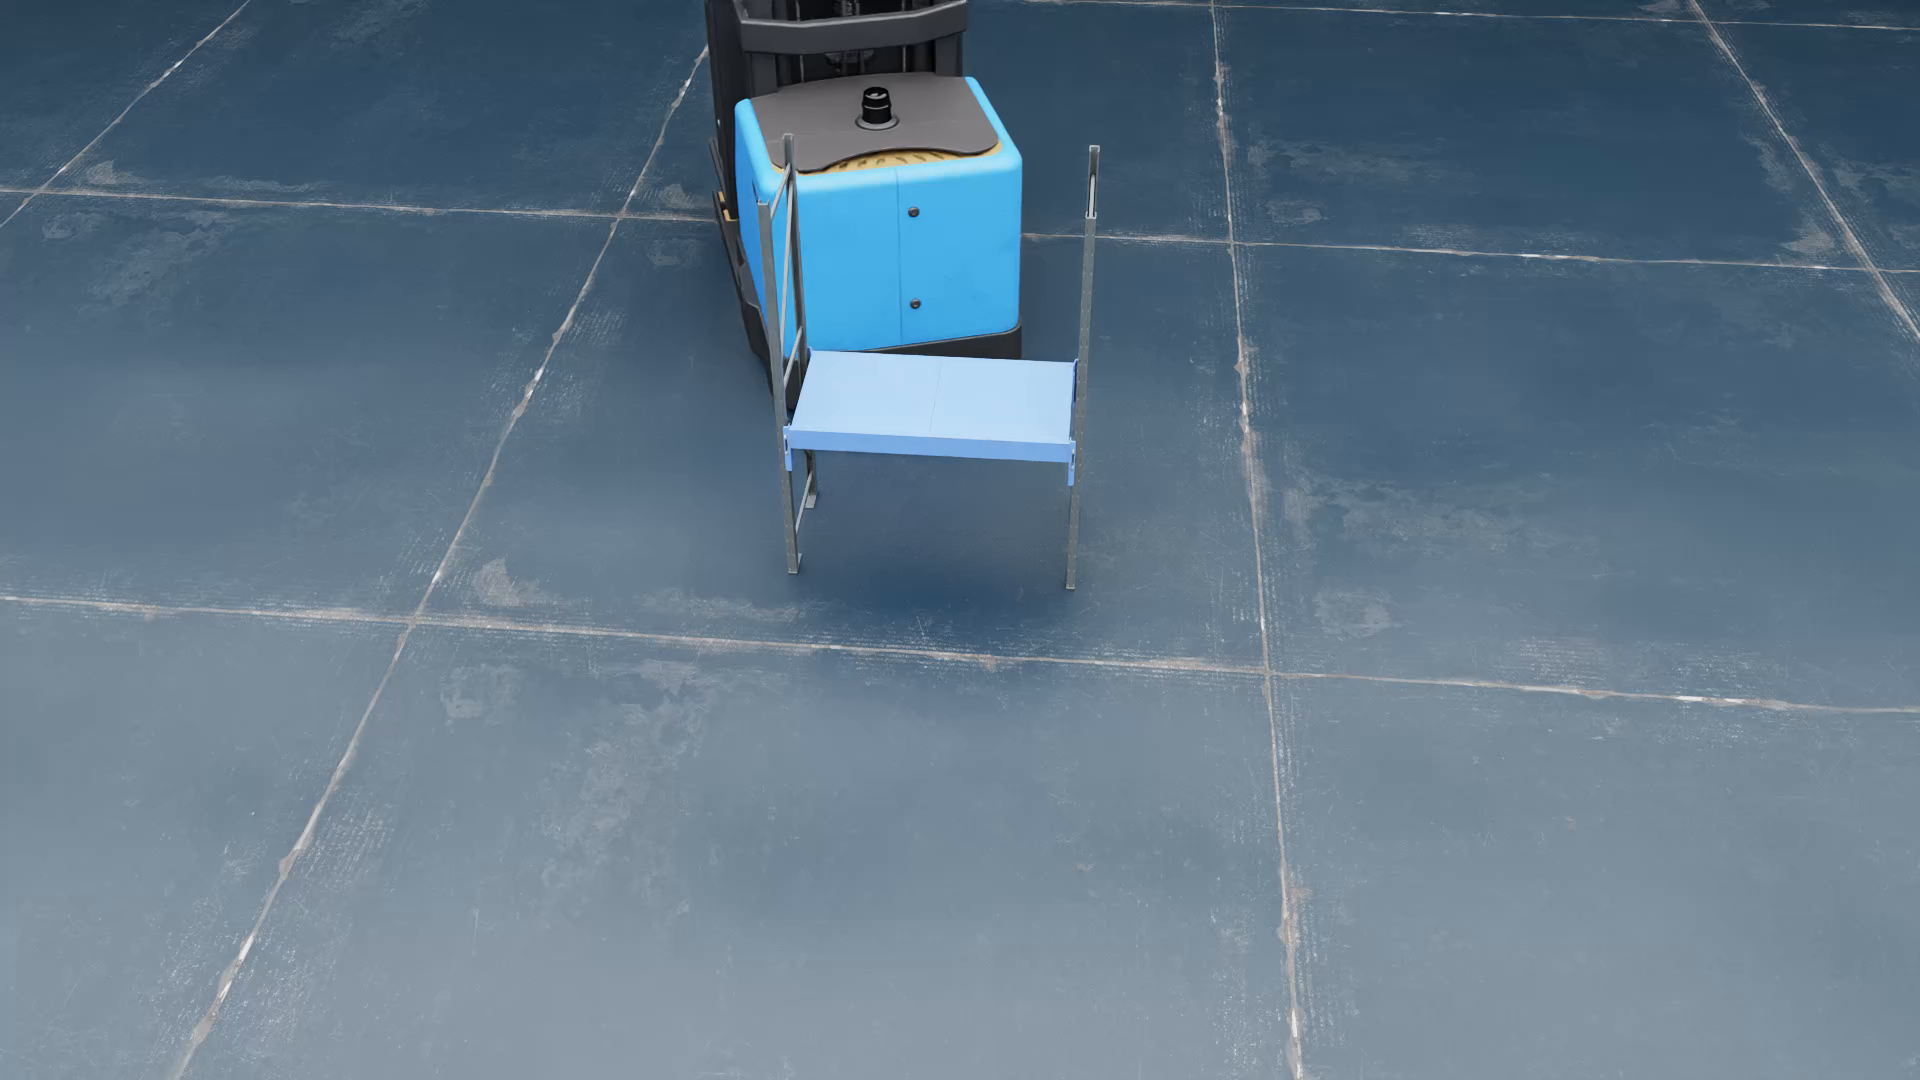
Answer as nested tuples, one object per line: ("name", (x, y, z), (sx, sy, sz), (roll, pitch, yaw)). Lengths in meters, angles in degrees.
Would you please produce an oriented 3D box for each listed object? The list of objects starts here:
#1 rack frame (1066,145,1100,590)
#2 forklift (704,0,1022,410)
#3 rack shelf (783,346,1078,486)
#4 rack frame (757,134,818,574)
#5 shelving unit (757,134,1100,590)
("rack frame", (0.421, -0.559, 5.748), (0.032, 1.500, 0.500), (3, 39, 4))
("forklift", (-0.586, -2.604, 7.127), (1.130, 2.935, 3.031), (-9, 40, -10))
("rack shelf", (-0.085, -0.447, 5.896), (1.000, 0.185, 0.538), (3, 39, 4))
("rack frame", (-0.591, -0.614, 5.816), (0.032, 1.500, 0.500), (3, 39, 4))
("shelving unit", (-0.085, -0.586, 5.782), (1.048, 1.500, 0.538), (3, 39, 4))
